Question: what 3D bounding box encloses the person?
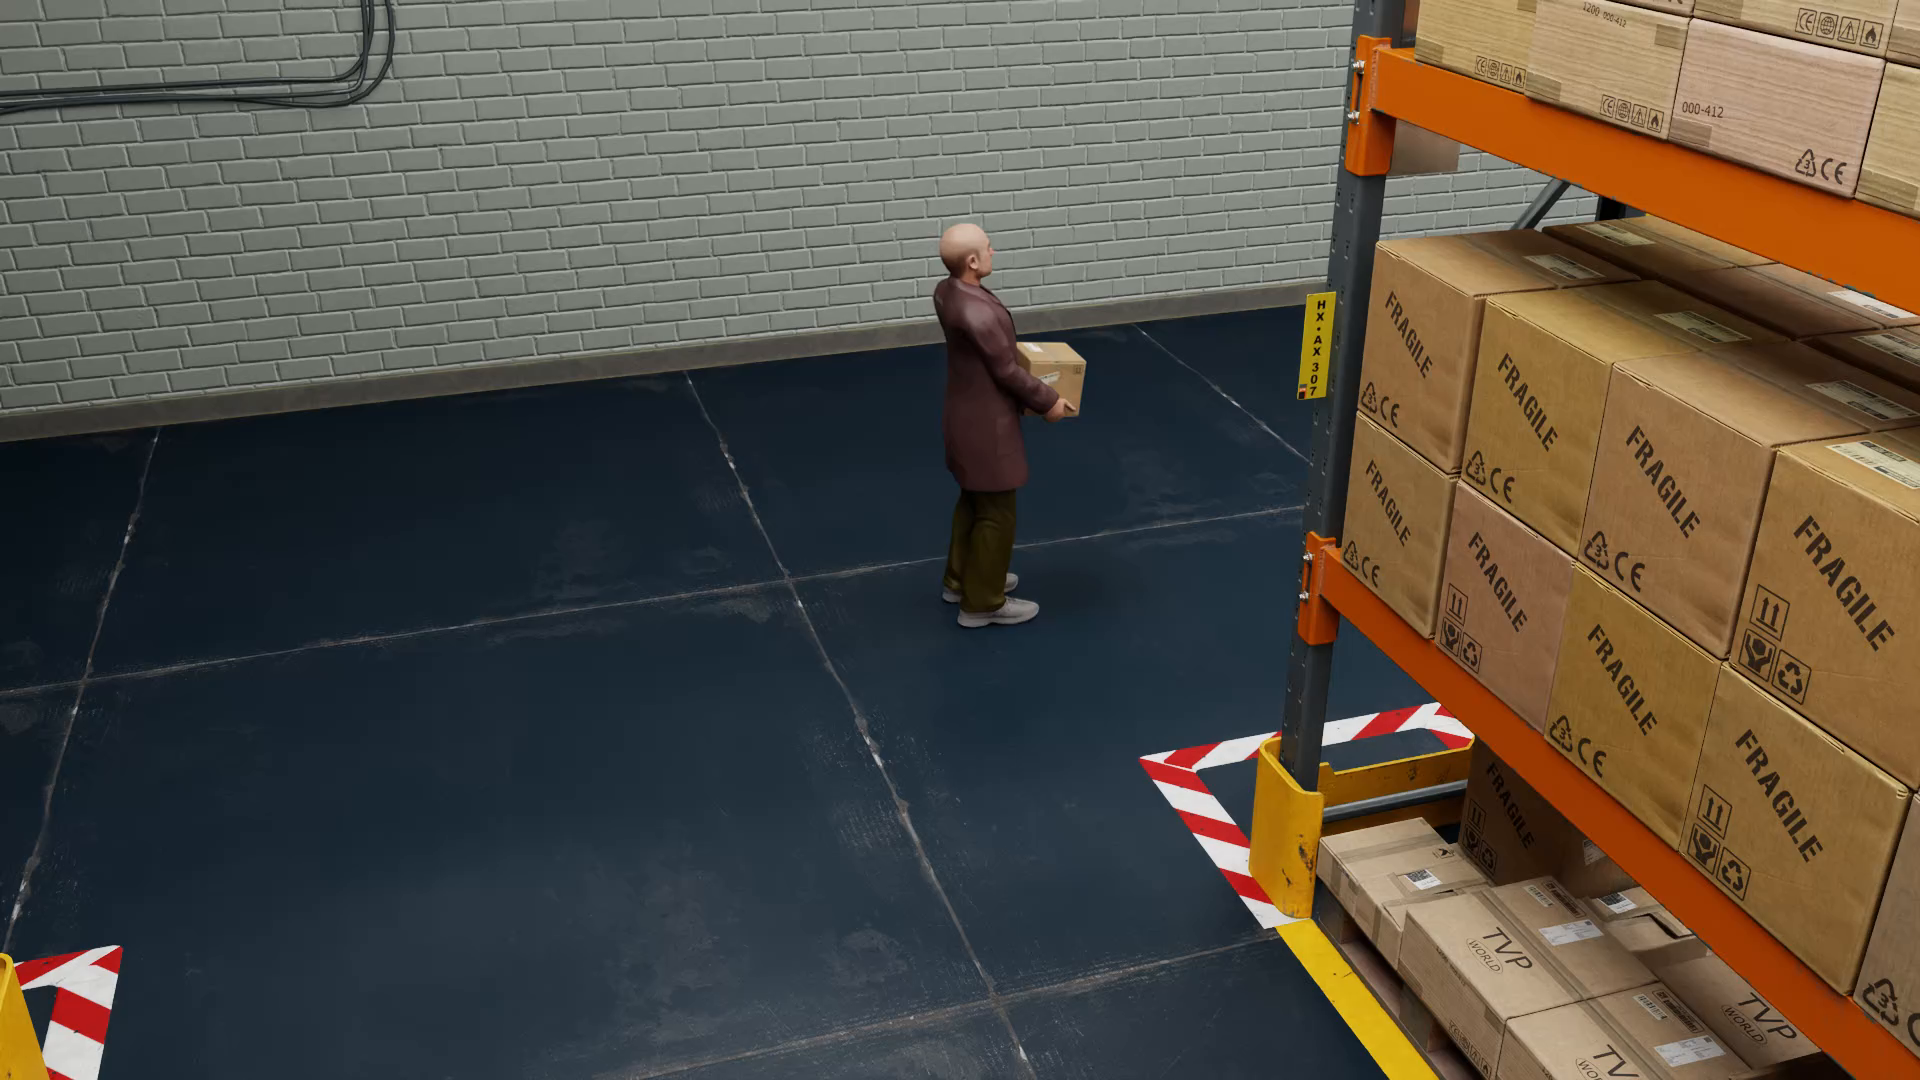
[{"bbox_3d":[0.186,-0.505,7.172,0.555,1.769,0.531,-8,27,-15],"label":"person"}]
